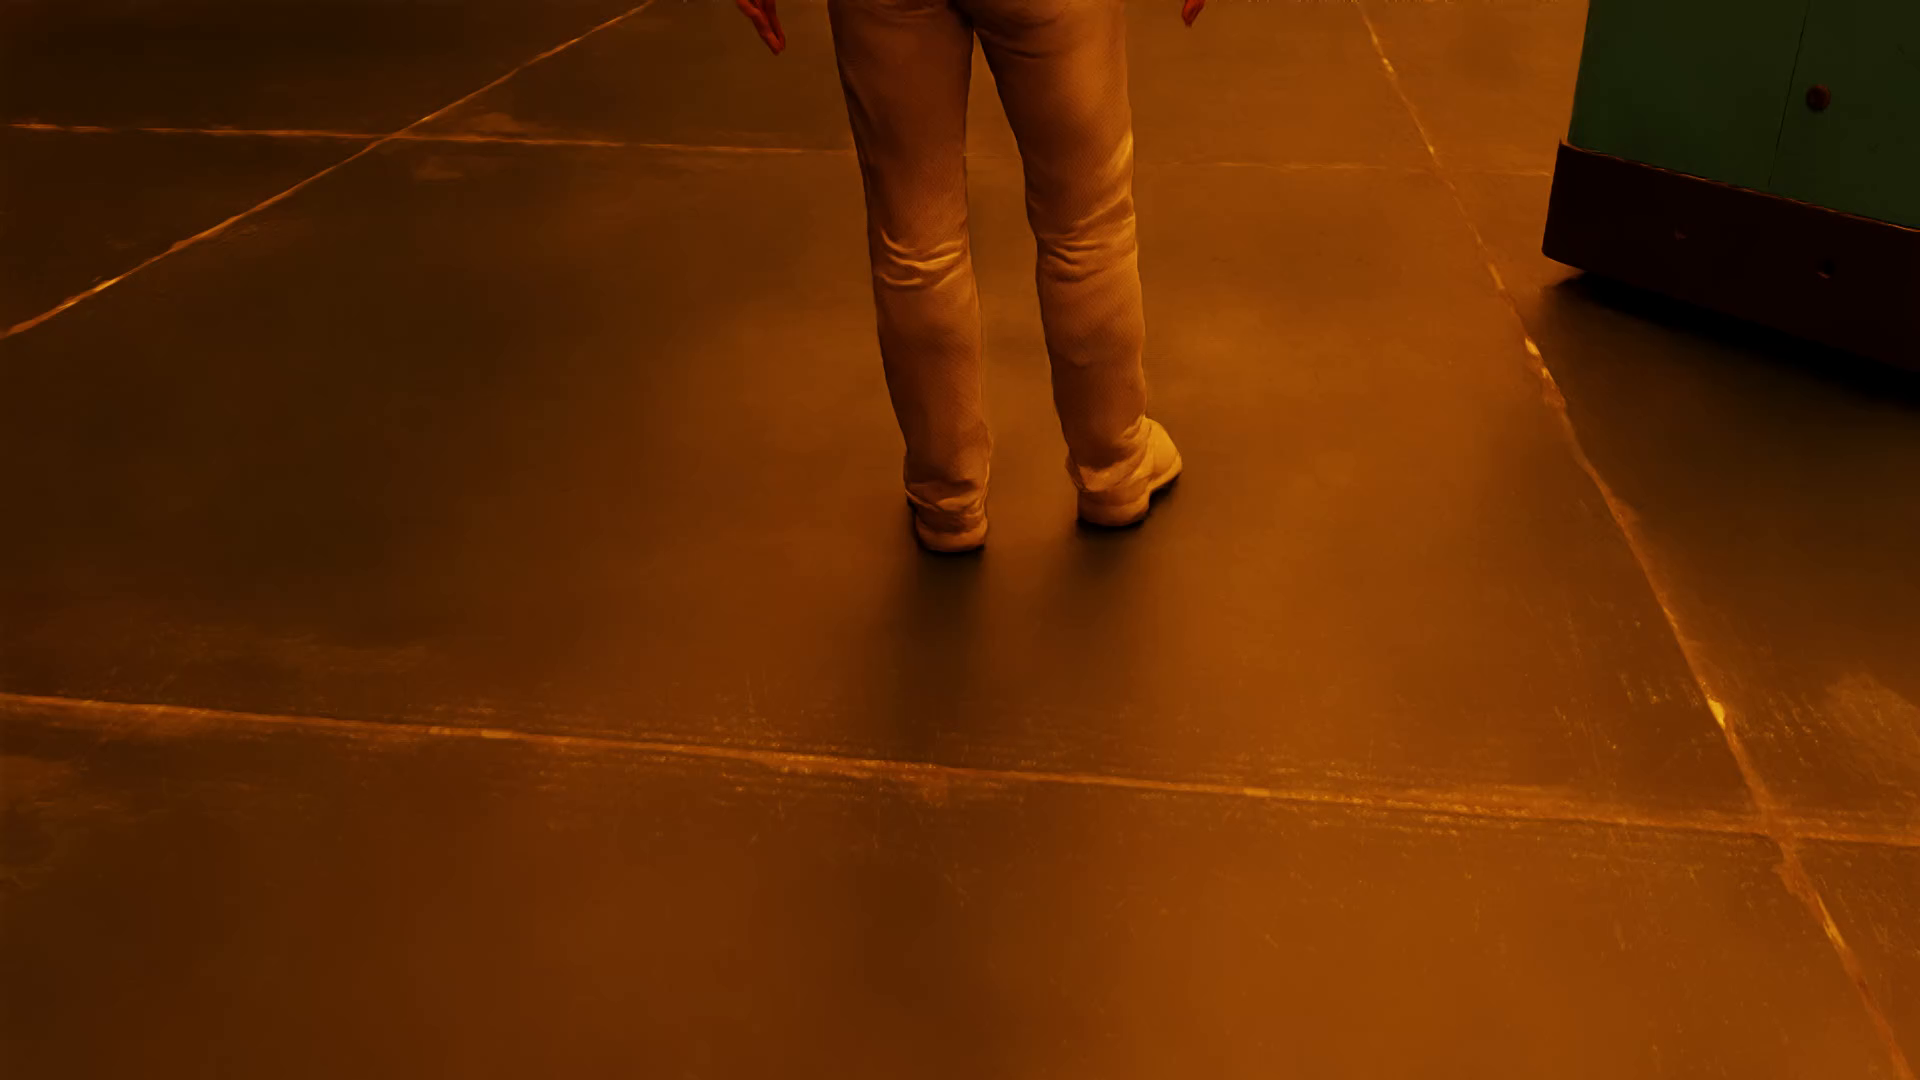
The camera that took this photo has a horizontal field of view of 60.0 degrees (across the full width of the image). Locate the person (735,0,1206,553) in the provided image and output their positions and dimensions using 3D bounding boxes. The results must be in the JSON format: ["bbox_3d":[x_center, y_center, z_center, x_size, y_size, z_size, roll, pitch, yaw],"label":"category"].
[{"bbox_3d":[0.014,-0.827,2.164,0.665,1.766,0.576,3,27,7],"label":"person"}]

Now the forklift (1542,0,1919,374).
[{"bbox_3d":[2.770,-2.038,3.302,3.031,2.935,1.130,-16,31,-29],"label":"forklift"}]
